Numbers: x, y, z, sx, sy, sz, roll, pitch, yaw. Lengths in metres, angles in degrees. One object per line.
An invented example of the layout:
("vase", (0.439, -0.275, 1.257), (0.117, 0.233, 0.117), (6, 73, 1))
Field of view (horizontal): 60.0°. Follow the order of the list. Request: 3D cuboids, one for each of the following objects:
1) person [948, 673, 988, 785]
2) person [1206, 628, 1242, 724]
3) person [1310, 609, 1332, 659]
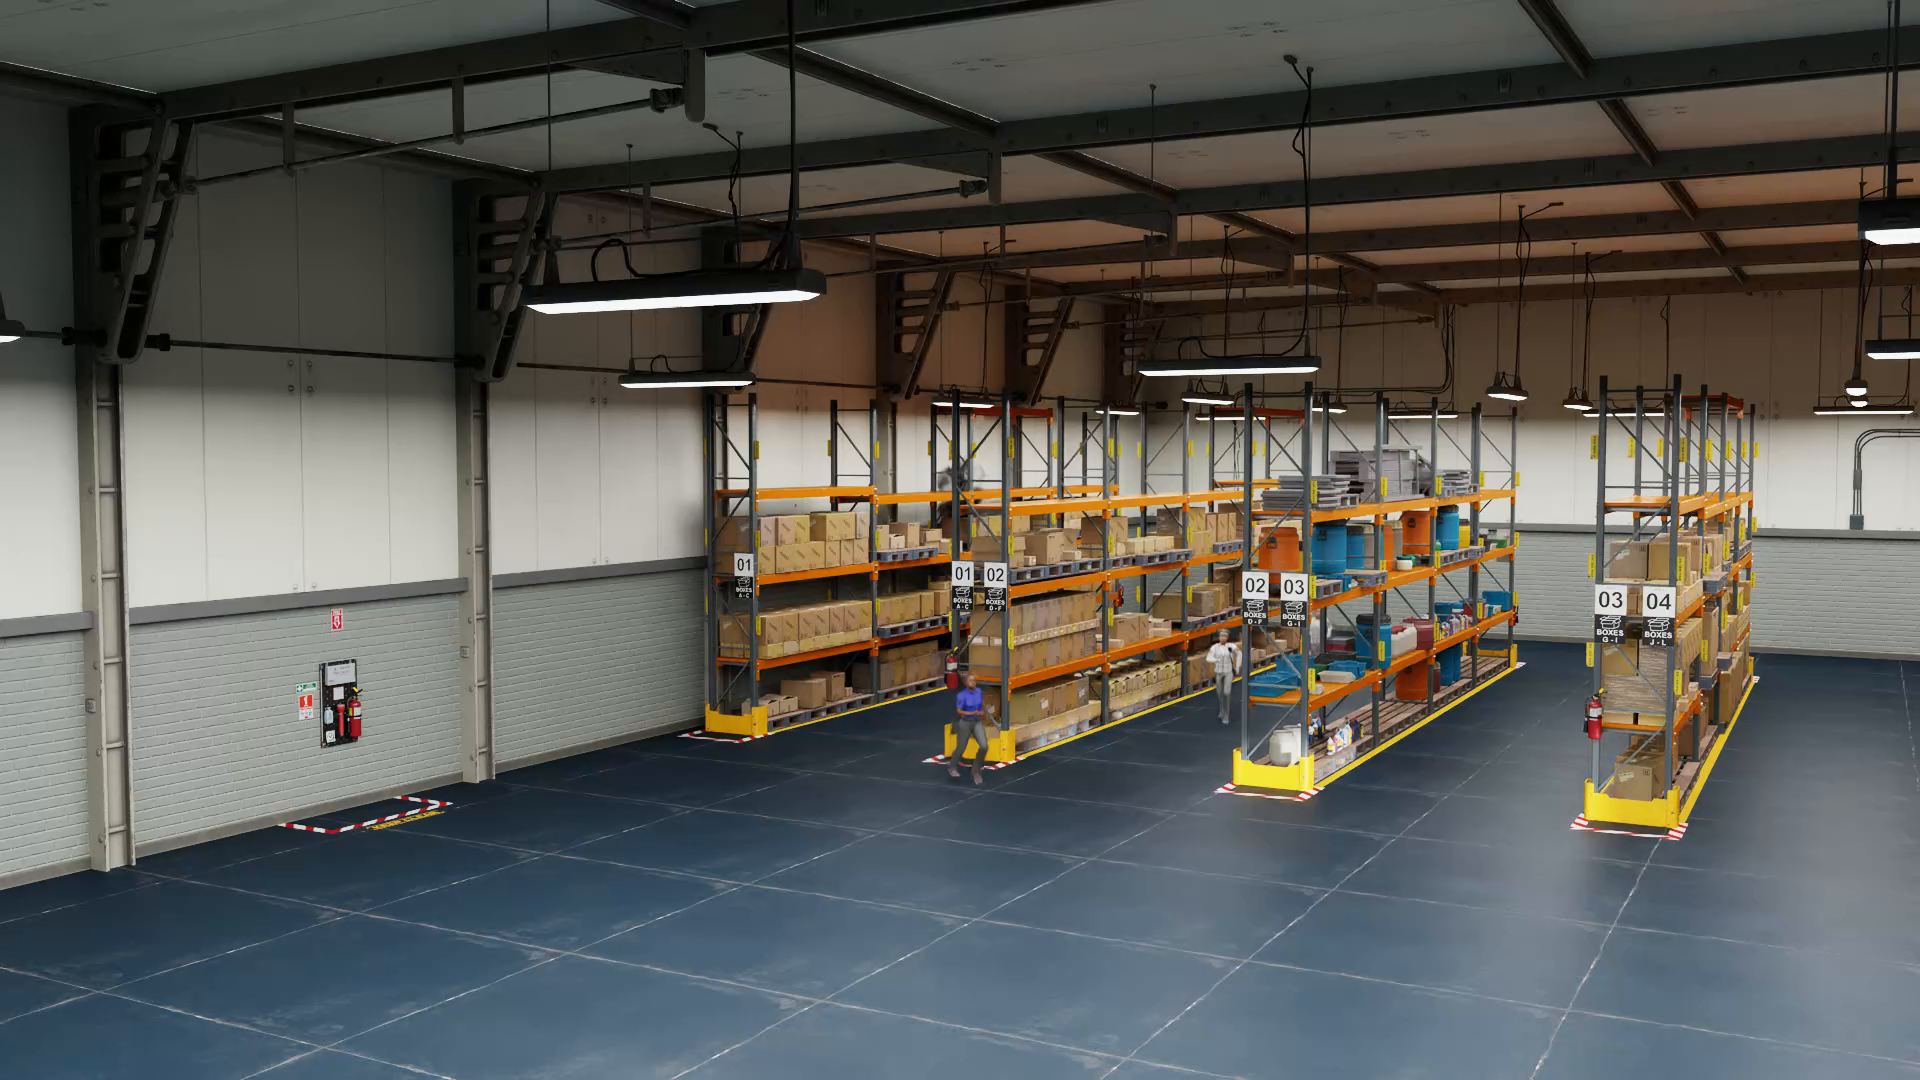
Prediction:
("person", (0.170, 2.830, 25.011), (0.583, 1.679, 0.856), (-2, 3, -27))
("person", (4.861, 2.498, 30.678), (0.600, 1.764, 0.789), (1, 3, 19))
("person", (7.647, 2.241, 35.541), (0.564, 1.728, 0.839), (1, 3, 18))
